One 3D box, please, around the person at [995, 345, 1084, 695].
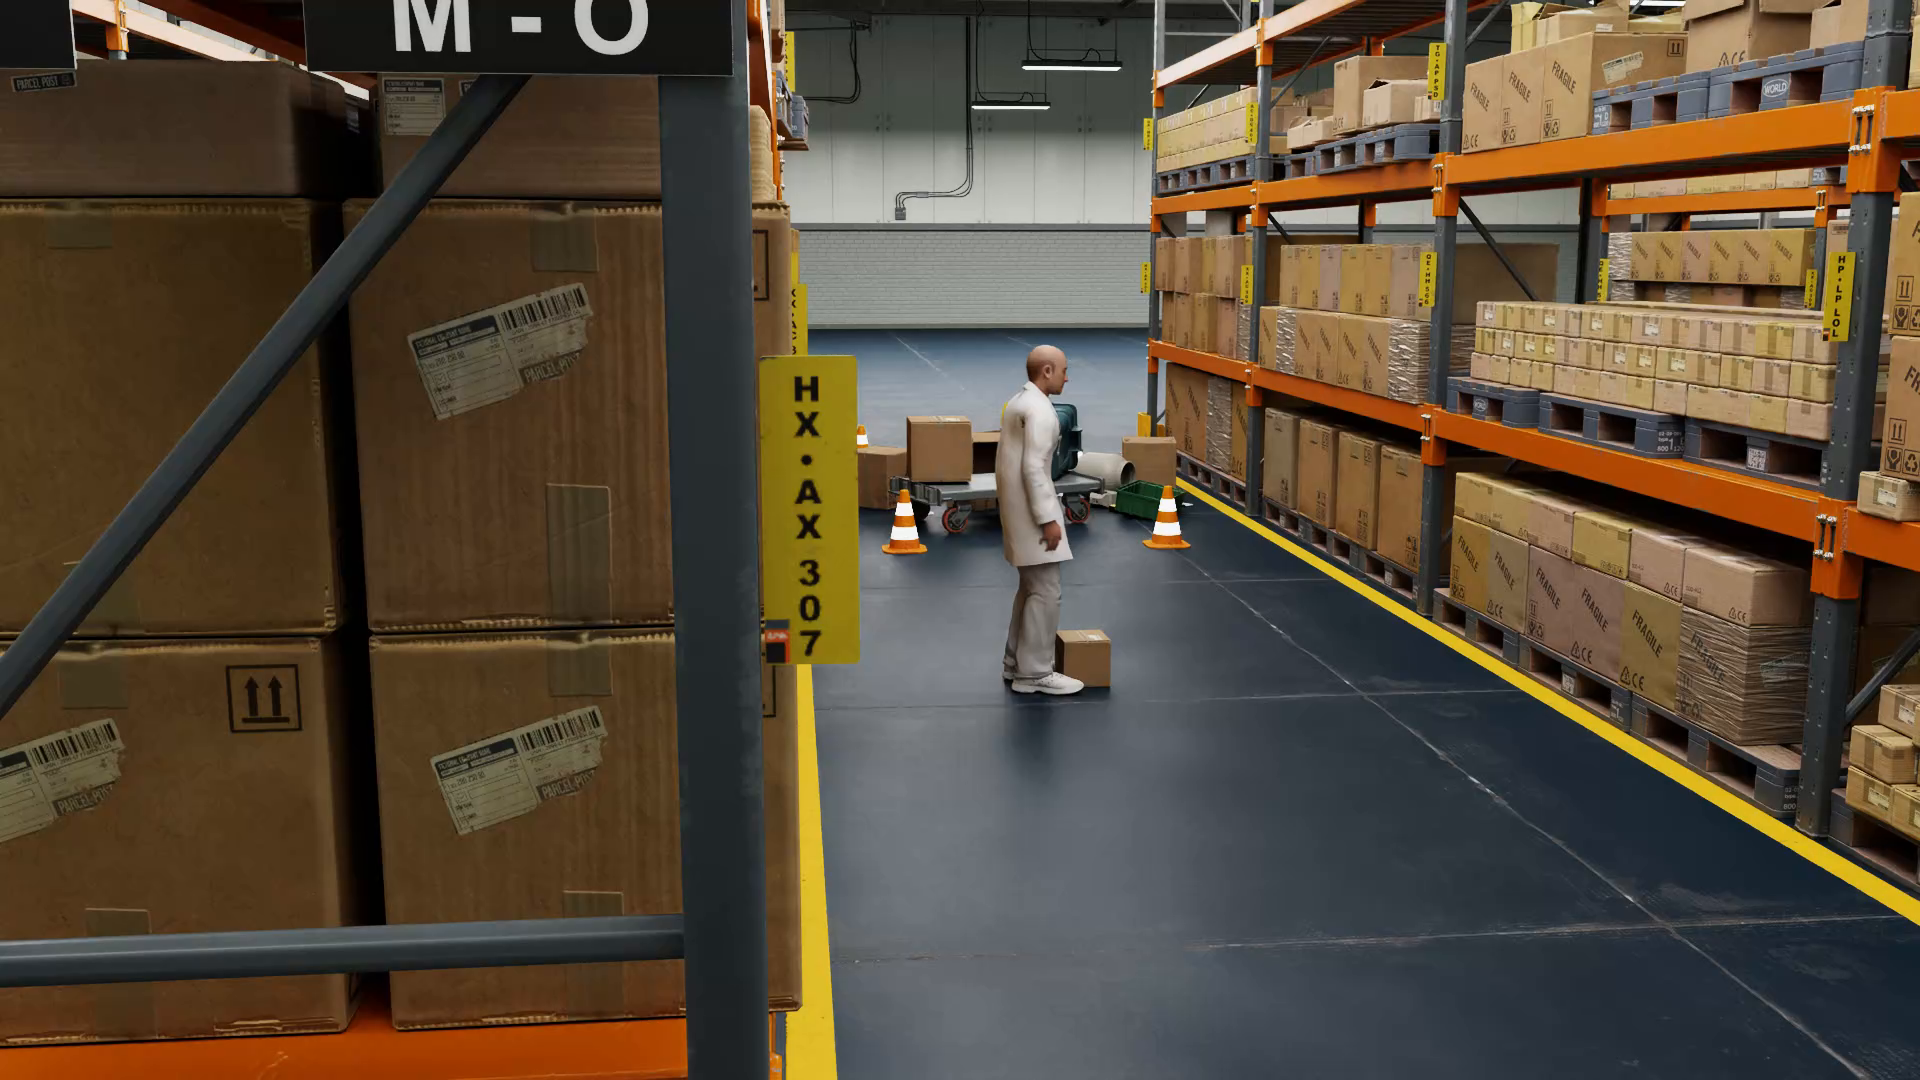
[{"bbox_3d":[0.396,-0.118,8.626,0.424,1.773,0.640,-1,10,-7],"label":"person"}]
